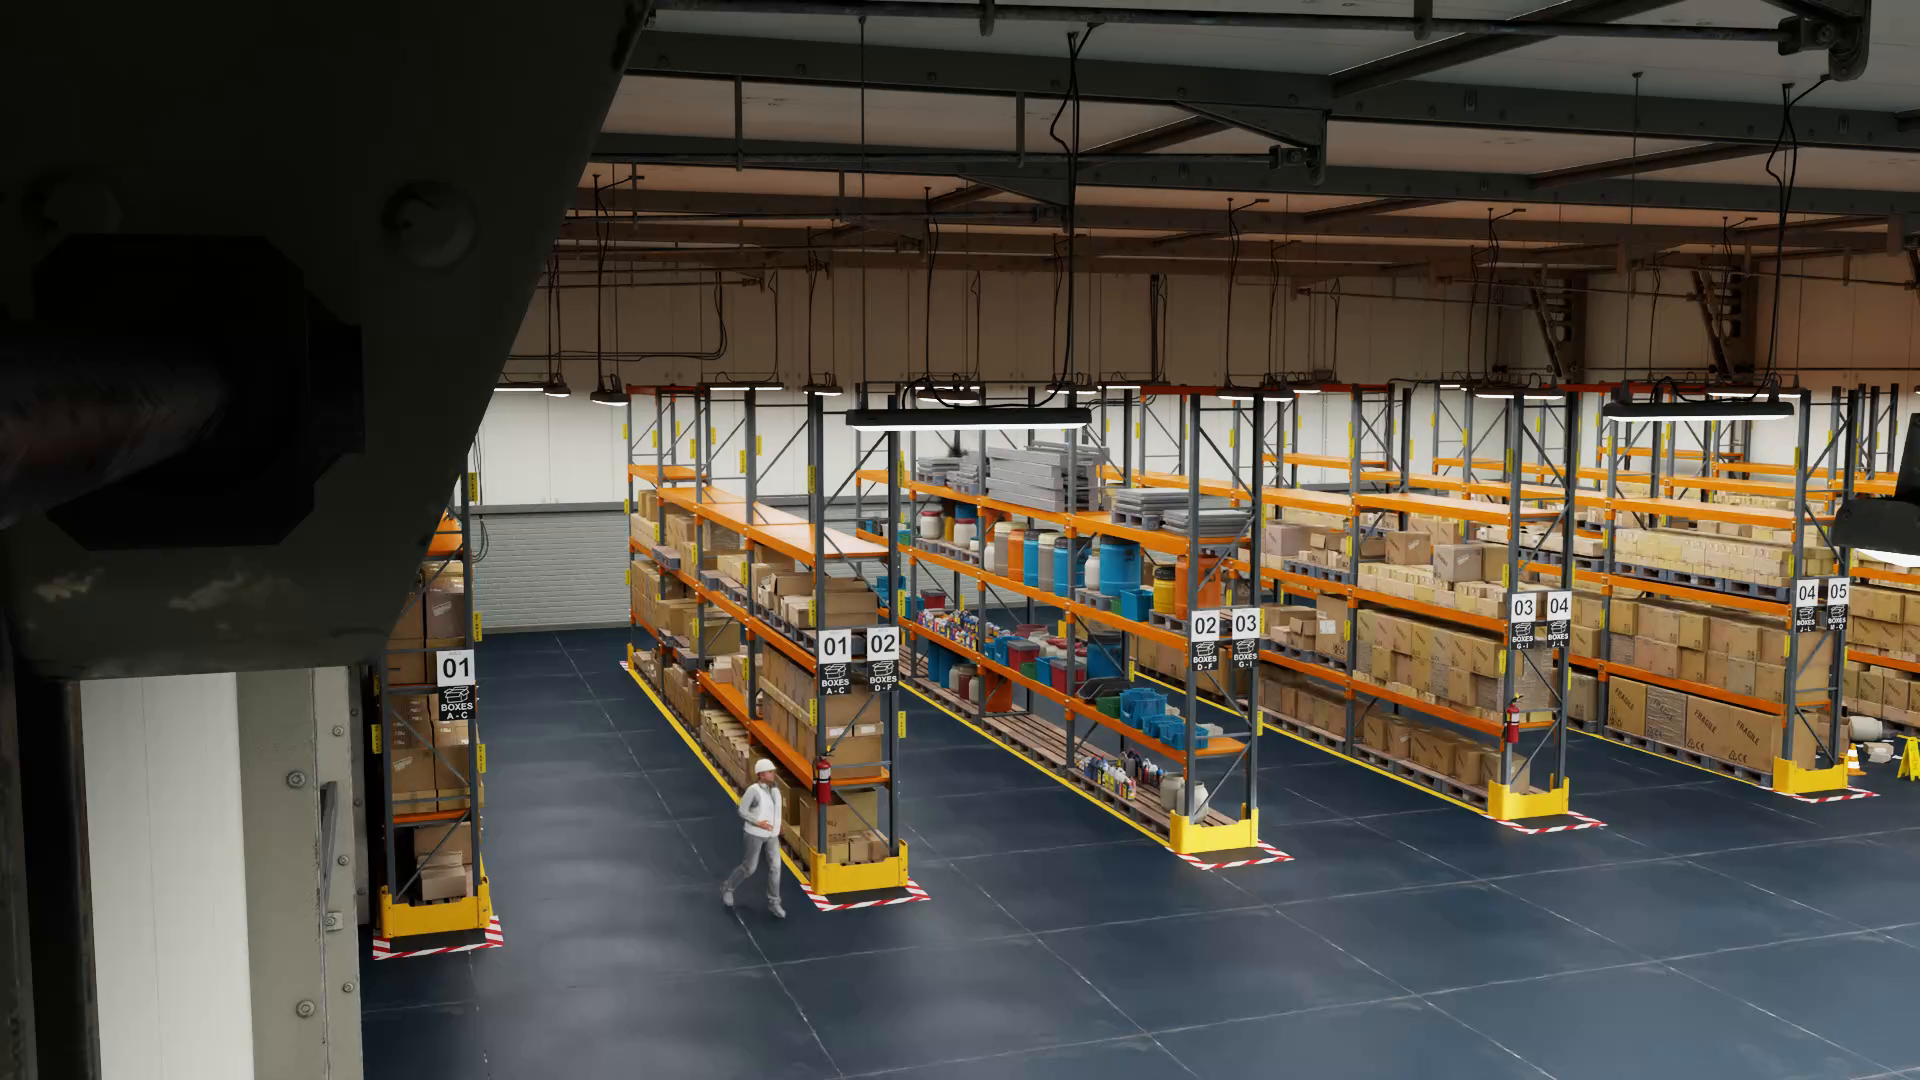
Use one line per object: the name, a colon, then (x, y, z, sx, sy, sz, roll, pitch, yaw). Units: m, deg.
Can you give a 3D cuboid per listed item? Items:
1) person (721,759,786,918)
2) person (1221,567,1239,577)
person: (-2.285, 3.443, 19.453, 0.949, 1.758, 0.725, 5, 8, 41)
person: (6.498, 1.327, 40.564, 0.520, 1.662, 0.711, -5, 7, -38)
